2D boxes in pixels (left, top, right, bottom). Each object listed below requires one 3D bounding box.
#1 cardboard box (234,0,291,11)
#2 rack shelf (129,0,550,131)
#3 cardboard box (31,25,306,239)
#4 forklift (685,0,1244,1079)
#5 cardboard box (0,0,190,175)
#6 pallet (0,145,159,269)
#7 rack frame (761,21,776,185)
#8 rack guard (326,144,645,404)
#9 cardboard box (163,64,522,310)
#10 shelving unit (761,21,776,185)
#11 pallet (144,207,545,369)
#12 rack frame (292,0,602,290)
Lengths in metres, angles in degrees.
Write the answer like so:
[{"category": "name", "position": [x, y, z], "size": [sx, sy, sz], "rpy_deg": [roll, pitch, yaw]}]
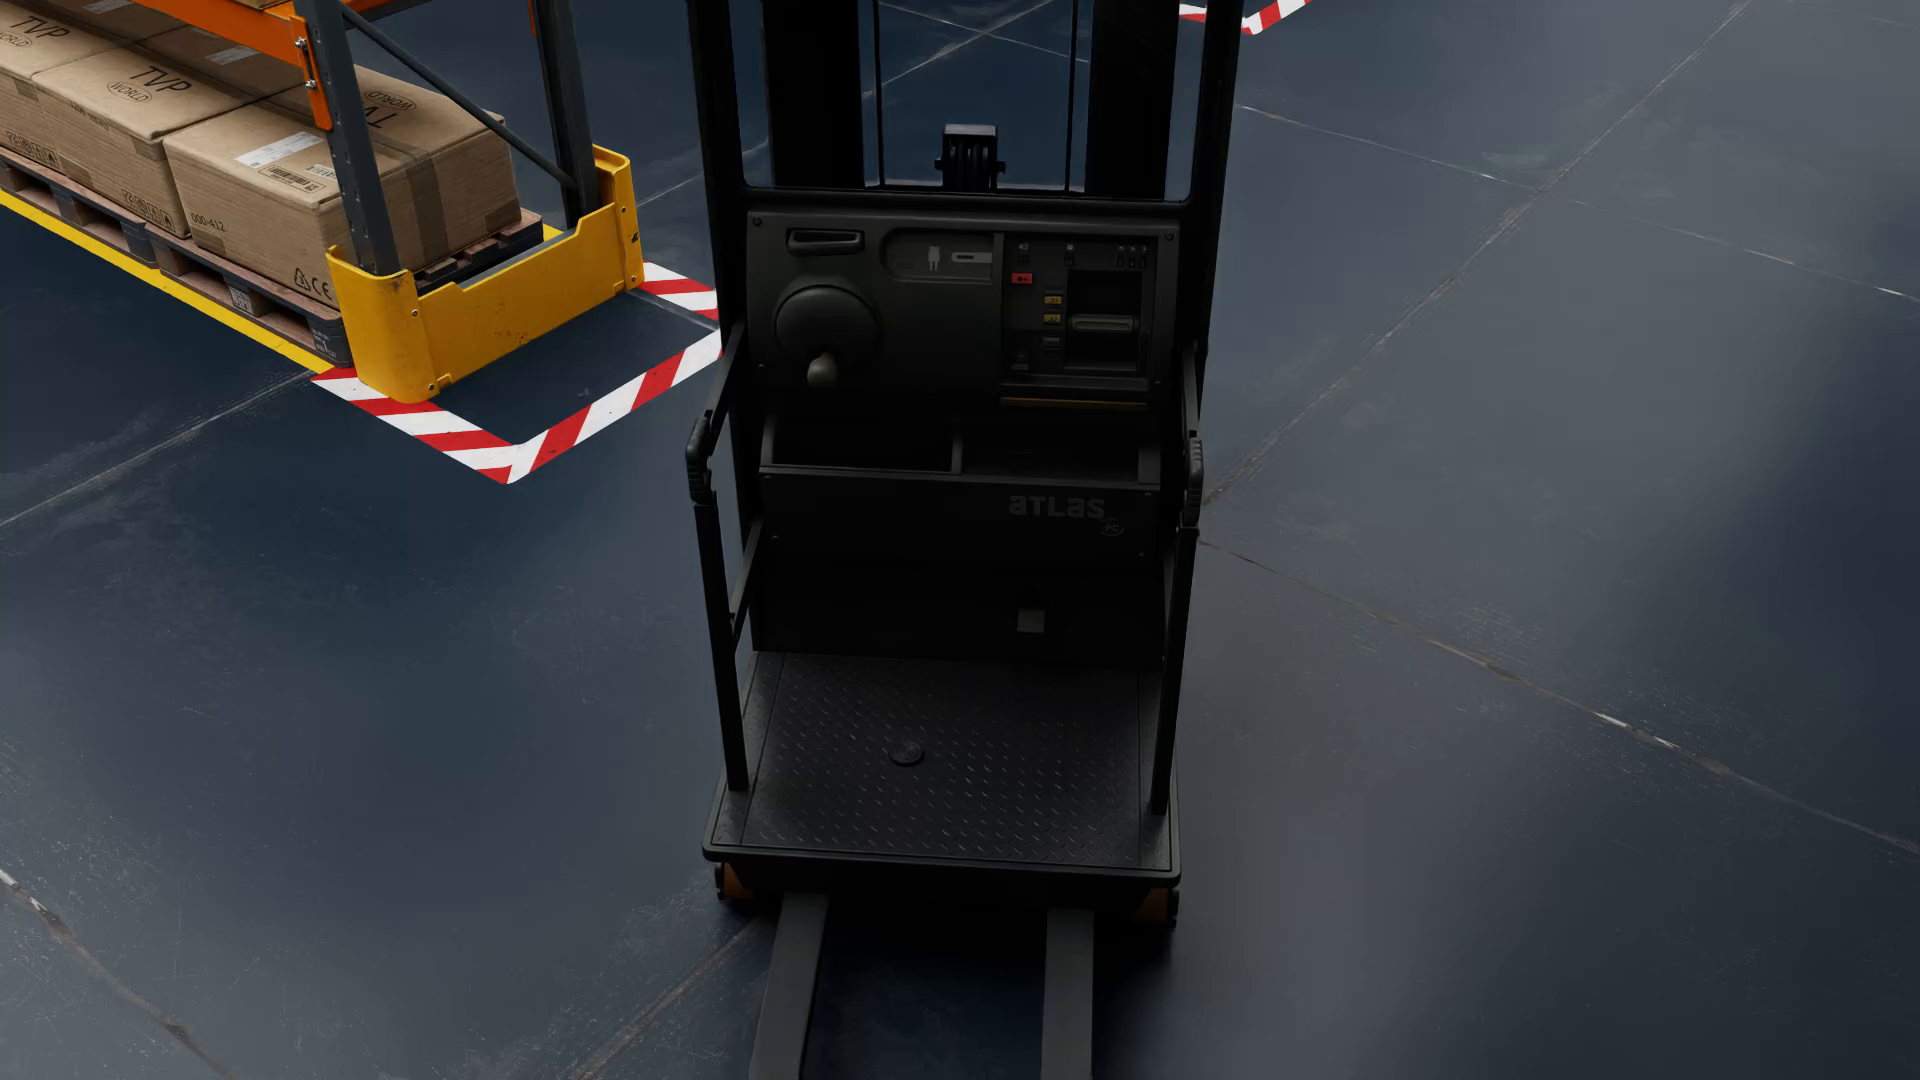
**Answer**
[{"category": "cardboard box", "position": [-2.271, -2.092, 5.408], "size": [0.500, 0.500, 0.500], "rpy_deg": [26, 45, 29]}, {"category": "rack shelf", "position": [-3.316, -2.468, 6.552], "size": [4.000, 0.370, 1.077], "rpy_deg": [25, 45, 29]}, {"category": "cardboard box", "position": [-3.045, -1.695, 6.720], "size": [0.875, 0.438, 0.875], "rpy_deg": [27, 45, 30]}, {"category": "forklift", "position": [-0.012, -0.436, 3.429], "size": [1.130, 2.935, 3.031], "rpy_deg": [3, 38, 3]}, {"category": "cardboard box", "position": [-3.760, -2.034, 7.152], "size": [0.875, 0.438, 0.875], "rpy_deg": [24, 44, 27]}, {"category": "pallet", "position": [-3.375, -1.622, 7.151], "size": [1.213, 0.211, 1.003], "rpy_deg": [25, 45, 29]}, {"category": "rack frame", "position": [-0.534, -0.999, 5.309], "size": [0.032, 1.500, 0.500], "rpy_deg": [1, 38, 2]}, {"category": "rack guard", "position": [-1.708, -1.009, 6.133], "size": [0.348, 0.500, 1.175], "rpy_deg": [25, 45, 29]}, {"category": "cardboard box", "position": [-2.312, -1.357, 6.287], "size": [0.875, 0.438, 0.875], "rpy_deg": [24, 44, 27]}, {"category": "shelving unit", "position": [-0.026, -0.988, 5.295], "size": [1.048, 1.500, 0.538], "rpy_deg": [1, 38, 2]}, {"category": "pallet", "position": [-2.410, -1.165, 6.567], "size": [1.213, 0.211, 1.003], "rpy_deg": [25, 45, 29]}, {"category": "rack frame", "position": [-1.728, -2.002, 5.374], "size": [0.127, 3.000, 1.000], "rpy_deg": [25, 45, 29]}]
